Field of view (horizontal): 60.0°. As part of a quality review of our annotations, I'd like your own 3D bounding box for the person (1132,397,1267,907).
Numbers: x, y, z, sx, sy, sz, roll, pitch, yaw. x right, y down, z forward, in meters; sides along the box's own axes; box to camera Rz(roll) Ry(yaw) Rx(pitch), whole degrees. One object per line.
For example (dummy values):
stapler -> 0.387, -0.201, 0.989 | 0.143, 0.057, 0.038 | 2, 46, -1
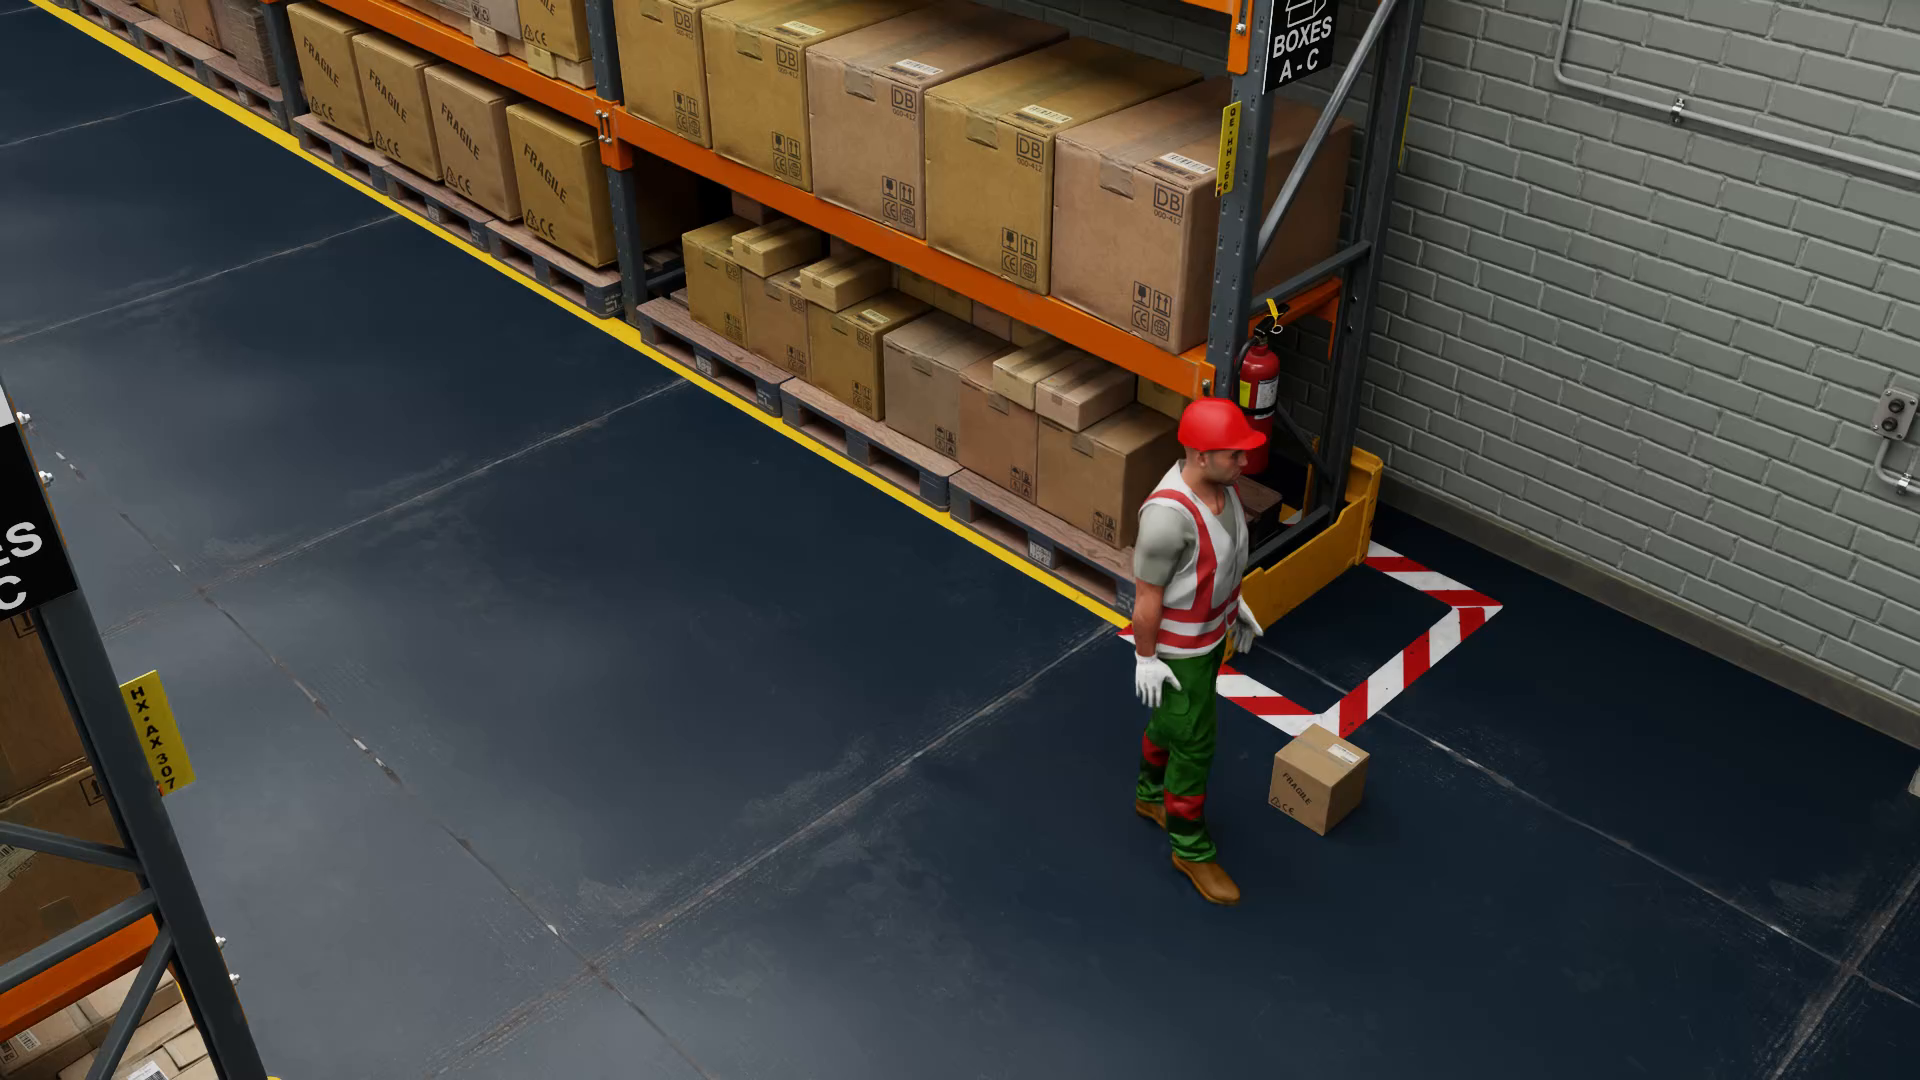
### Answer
person -> 0.863, 0.354, 5.613 | 0.560, 1.799, 0.560 | 19, 40, 25
